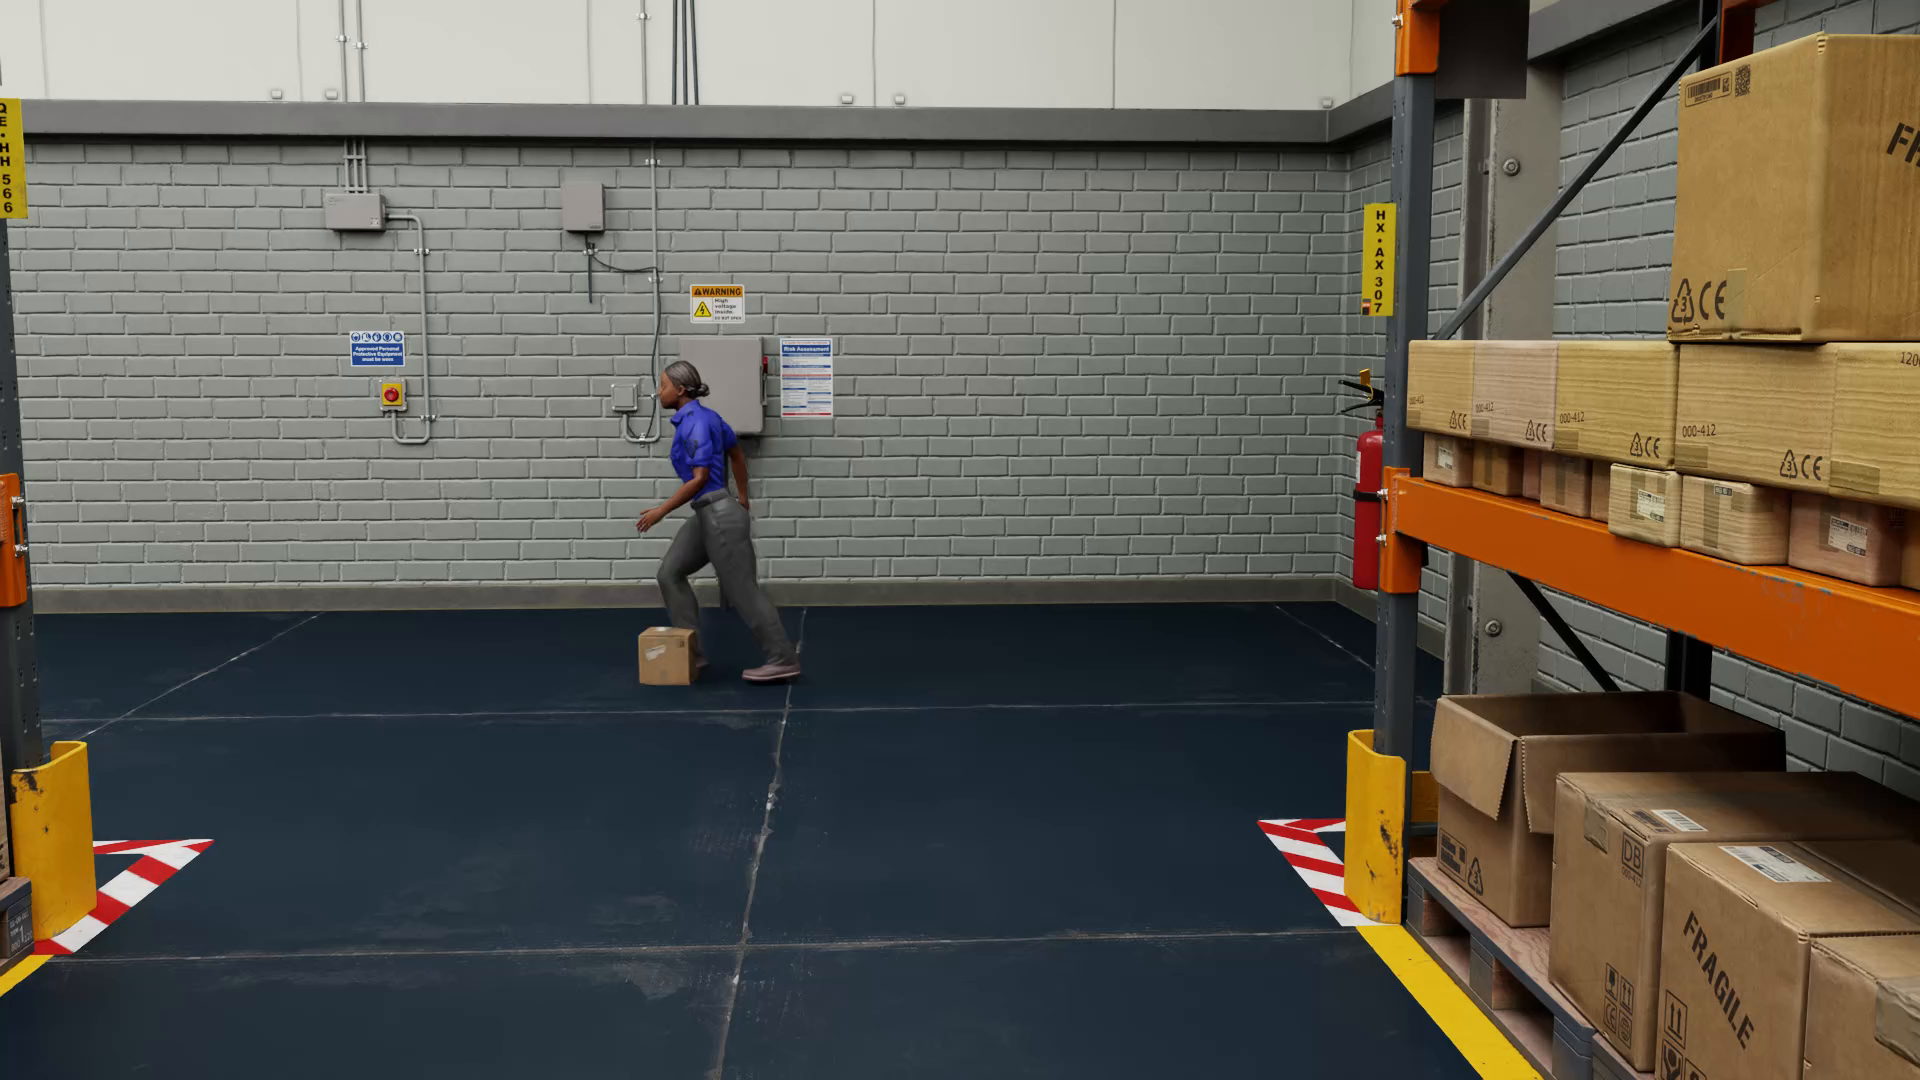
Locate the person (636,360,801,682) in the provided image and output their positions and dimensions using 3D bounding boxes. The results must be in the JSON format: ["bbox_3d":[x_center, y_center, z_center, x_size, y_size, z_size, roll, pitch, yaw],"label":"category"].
[{"bbox_3d":[-1.201,-0.081,8.241,0.791,1.612,0.590,-1,7,-10],"label":"person"}]
